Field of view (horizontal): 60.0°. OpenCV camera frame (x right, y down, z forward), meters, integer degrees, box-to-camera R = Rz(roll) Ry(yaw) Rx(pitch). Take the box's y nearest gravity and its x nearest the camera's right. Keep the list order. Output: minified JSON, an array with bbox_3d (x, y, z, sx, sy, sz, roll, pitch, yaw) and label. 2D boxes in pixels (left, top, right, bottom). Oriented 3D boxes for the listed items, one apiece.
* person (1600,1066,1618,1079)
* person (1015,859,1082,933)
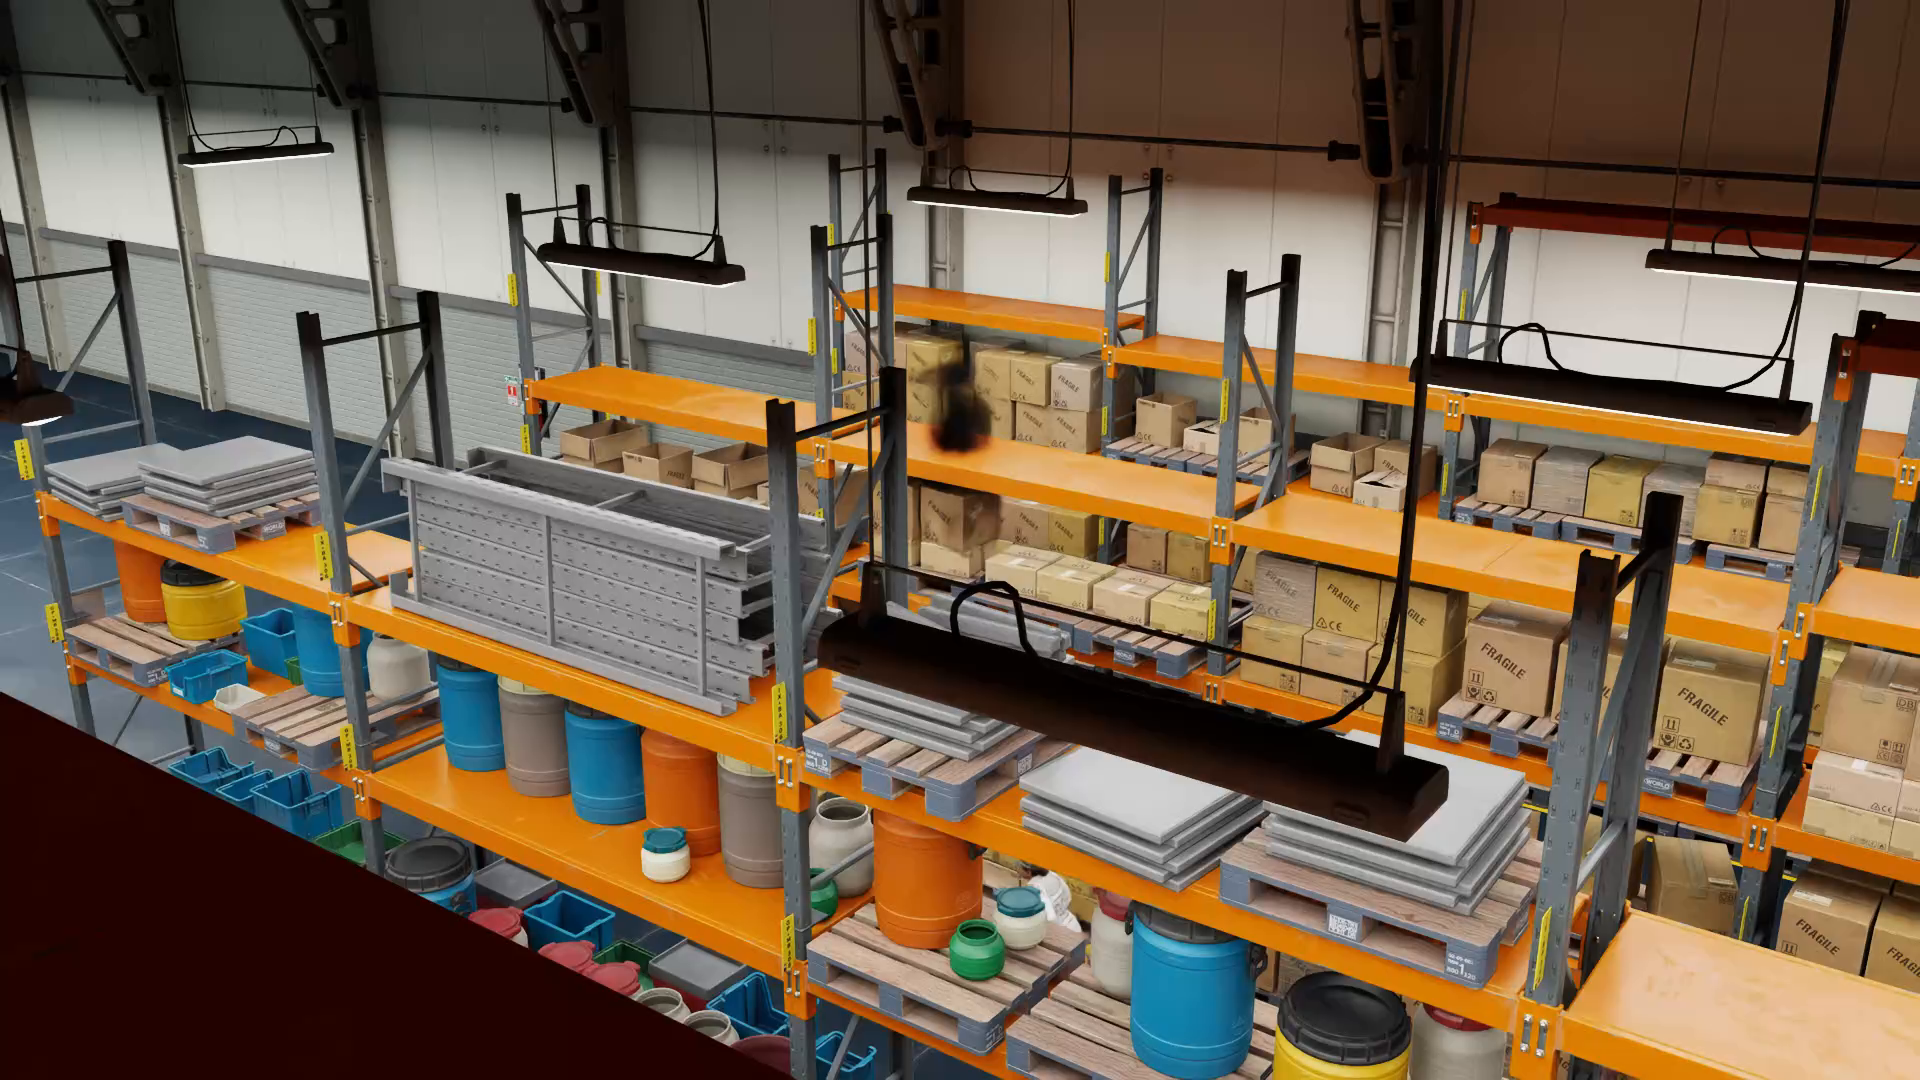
[{"bbox_3d":[3.988,3.943,10.562,0.931,1.830,0.675,13,22,33],"label":"person"},{"bbox_3d":[0.851,3.225,13.013,0.982,1.637,0.655,7,20,20],"label":"person"}]
